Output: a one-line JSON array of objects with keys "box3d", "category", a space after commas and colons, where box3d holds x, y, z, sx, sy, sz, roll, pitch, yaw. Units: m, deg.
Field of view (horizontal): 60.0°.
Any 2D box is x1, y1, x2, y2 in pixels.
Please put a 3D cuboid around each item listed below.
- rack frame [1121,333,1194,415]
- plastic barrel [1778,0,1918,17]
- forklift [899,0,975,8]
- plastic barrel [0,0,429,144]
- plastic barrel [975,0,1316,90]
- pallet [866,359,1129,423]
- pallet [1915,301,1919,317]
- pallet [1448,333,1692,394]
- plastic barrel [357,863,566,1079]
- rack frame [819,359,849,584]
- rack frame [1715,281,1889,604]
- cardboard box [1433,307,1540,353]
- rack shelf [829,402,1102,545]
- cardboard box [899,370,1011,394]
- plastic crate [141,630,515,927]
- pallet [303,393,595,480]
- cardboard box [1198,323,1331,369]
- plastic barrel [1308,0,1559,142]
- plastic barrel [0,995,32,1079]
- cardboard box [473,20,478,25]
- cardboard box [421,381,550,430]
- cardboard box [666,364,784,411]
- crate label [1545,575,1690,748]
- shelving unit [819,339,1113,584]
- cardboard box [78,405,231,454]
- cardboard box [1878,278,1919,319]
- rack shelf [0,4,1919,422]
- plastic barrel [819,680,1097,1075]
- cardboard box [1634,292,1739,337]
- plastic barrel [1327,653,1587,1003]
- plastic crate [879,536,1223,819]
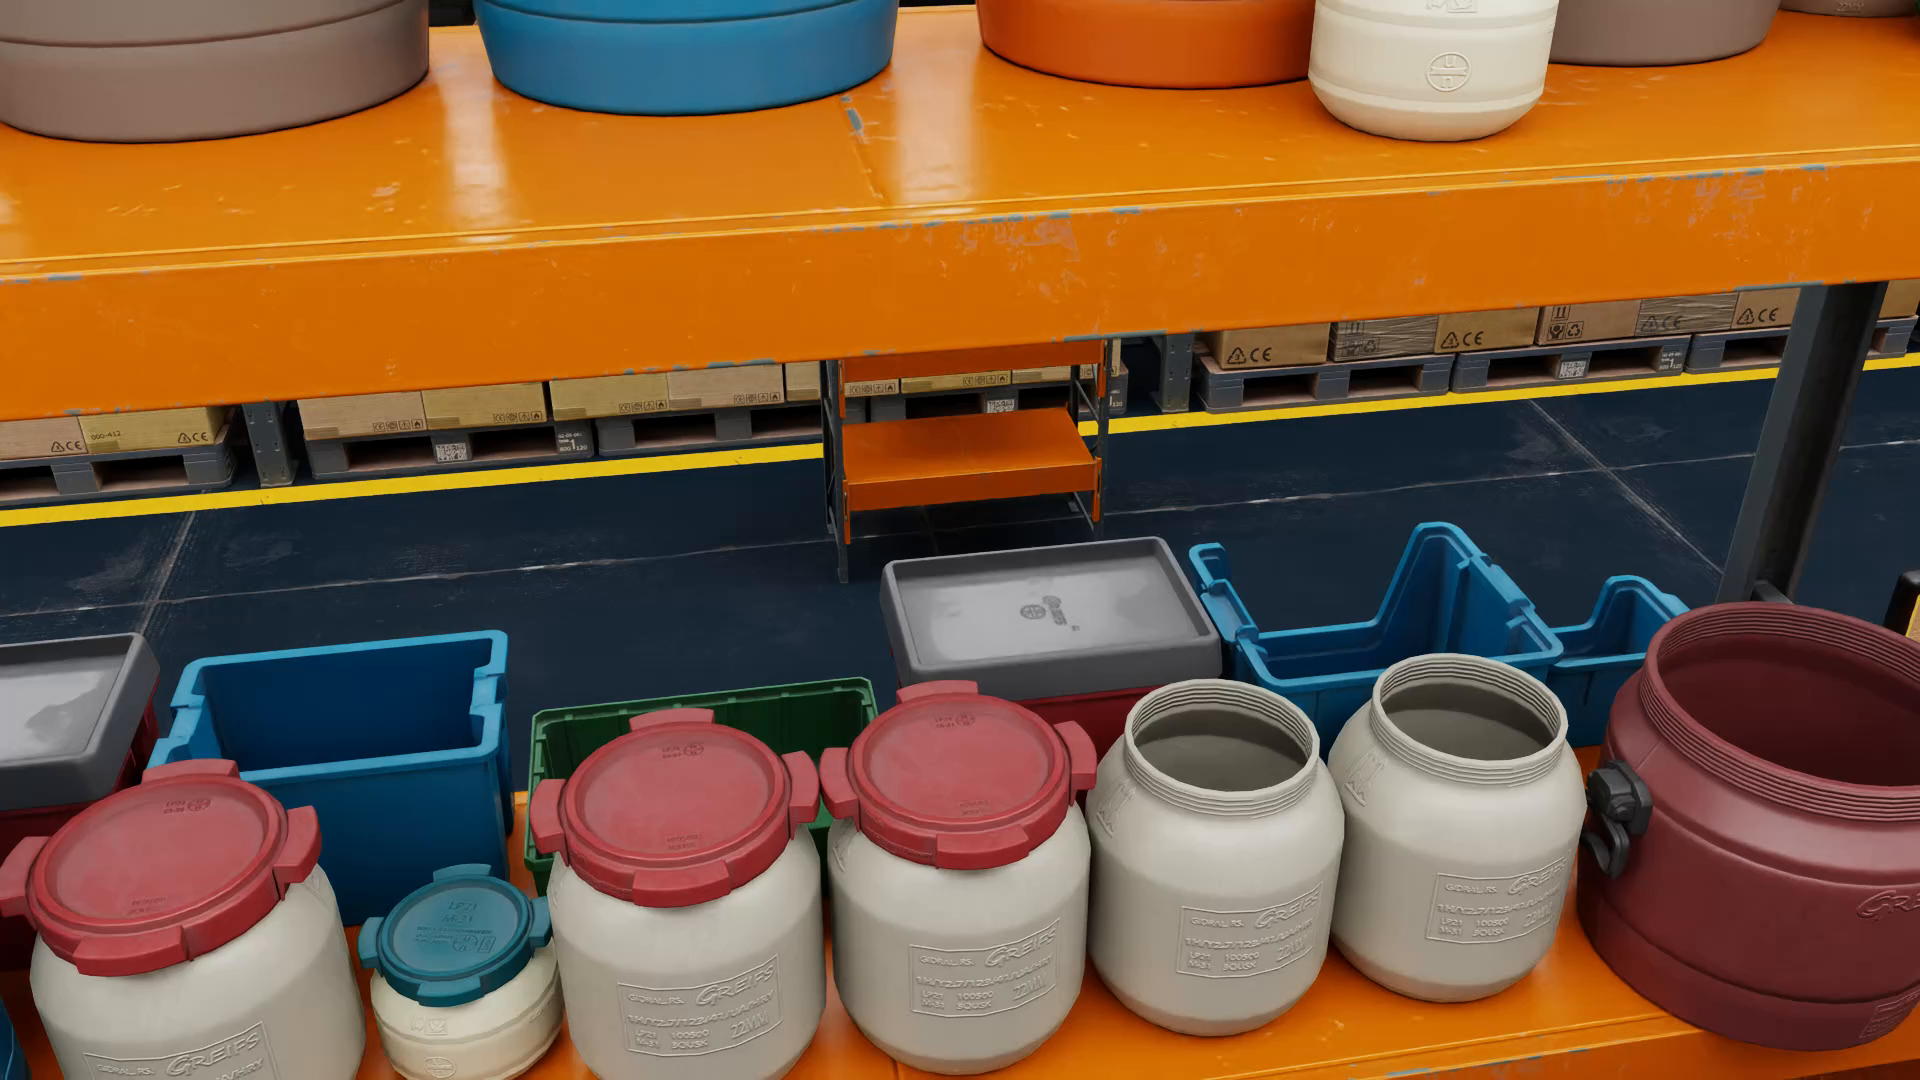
[{"box3d": [0.916, -2.130, 7.413, 0.127, 3.000, 1.000, -5, 31, -9], "category": "rack frame"}, {"box3d": [1.444, -1.126, 2.636, 0.421, 0.512, 0.421, 0, 30, 0], "category": "plastic barrel"}, {"box3d": [0.025, -3.509, 9.827, 1.130, 2.935, 3.031, 22, 37, 33], "category": "forklift"}, {"box3d": [-1.026, -1.018, 2.069, 0.600, 0.901, 0.600, 0, 30, 0], "category": "plastic barrel"}, {"box3d": [0.314, -1.112, 2.299, 0.708, 0.830, 0.600, -5, 31, -9], "category": "plastic barrel"}, {"box3d": [0.099, -0.872, 8.025, 1.213, 0.211, 1.003, -5, 31, -9], "category": "pallet"}, {"box3d": [5.526, -1.355, 8.847, 1.213, 0.211, 1.003, -5, 31, -9], "category": "pallet"}, {"box3d": [2.855, -1.087, 8.391, 1.213, 0.211, 1.003, -5, 31, -9], "category": "pallet"}, {"box3d": [-0.800, 0.720, 2.702, 0.301, 0.262, 0.301, 0, 30, 0], "category": "plastic barrel"}, {"box3d": [-0.493, -0.439, 6.387, 0.032, 1.125, 0.500, -5, 31, -9], "category": "rack frame"}, {"box3d": [1.805, 0.340, 3.213, 0.127, 3.000, 1.000, -5, 31, -9], "category": "rack frame"}, {"box3d": [2.424, -1.235, 7.923, 0.500, 0.500, 0.500, -6, 31, -10], "category": "cardboard box"}, {"box3d": [0.007, -0.275, 6.590, 1.000, 0.278, 0.538, -5, 31, -9], "category": "rack shelf"}, {"box3d": [-0.064, -0.907, 7.632, 0.500, 0.250, 0.500, -6, 31, -10], "category": "cardboard box"}, {"box3d": [-1.101, 0.456, 3.031, 0.575, 0.384, 0.392, -5, 31, -9], "category": "plastic crate"}, {"box3d": [-2.301, -0.650, 7.647, 1.213, 0.211, 1.003, -5, 31, -9], "category": "pallet"}, {"box3d": [1.415, -1.141, 7.764, 0.500, 0.500, 0.500, -4, 31, -7], "category": "cardboard box"}, {"box3d": [0.596, -0.661, 2.092, 0.301, 0.262, 0.301, 0, 30, 0], "category": "plastic barrel"}, {"box3d": [-1.695, 0.605, 2.268, 0.708, 0.901, 0.600, -5, 31, -9], "category": "plastic barrel"}, {"box3d": [-1.742, -1.918, 6.954, 0.500, 0.500, 0.500, -3, 31, -5], "category": "cardboard box"}, {"box3d": [-2.074, -0.720, 7.314, 0.500, 0.250, 0.500, -5, 31, -8], "category": "cardboard box"}, {"box3d": [-1.065, -0.815, 7.475, 0.500, 0.250, 0.500, -5, 31, -8], "category": "cardboard box"}, {"box3d": [1.323, 0.264, 3.508, 0.416, 0.233, 0.303, -5, 31, -9], "category": "crate label"}, {"box3d": [0.007, -0.486, 6.466, 1.048, 1.125, 0.538, -5, 31, -9], "category": "shelving unit"}, {"box3d": [-3.435, -0.609, 7.126, 0.500, 0.250, 0.500, -5, 31, -9], "category": "cardboard box"}, {"box3d": [4.417, -1.420, 8.237, 0.500, 0.500, 0.500, -5, 31, -9], "category": "cardboard box"}, {"box3d": [-0.163, -0.461, 2.324, 4.000, 0.370, 1.077, -5, 31, -9], "category": "rack shelf"}, {"box3d": [-0.002, 0.562, 2.701, 0.433, 0.535, 0.433, 0, 30, 0], "category": "plastic barrel"}, {"box3d": [3.436, -1.333, 8.090, 0.500, 0.500, 0.500, -5, 31, -8], "category": "cardboard box"}, {"box3d": [0.831, 0.492, 2.844, 0.421, 0.512, 0.421, 0, 30, 0], "category": "plastic barrel"}, {"box3d": [0.160, 0.307, 3.205, 0.583, 0.464, 0.402, -5, 31, -9], "category": "plastic crate"}]
